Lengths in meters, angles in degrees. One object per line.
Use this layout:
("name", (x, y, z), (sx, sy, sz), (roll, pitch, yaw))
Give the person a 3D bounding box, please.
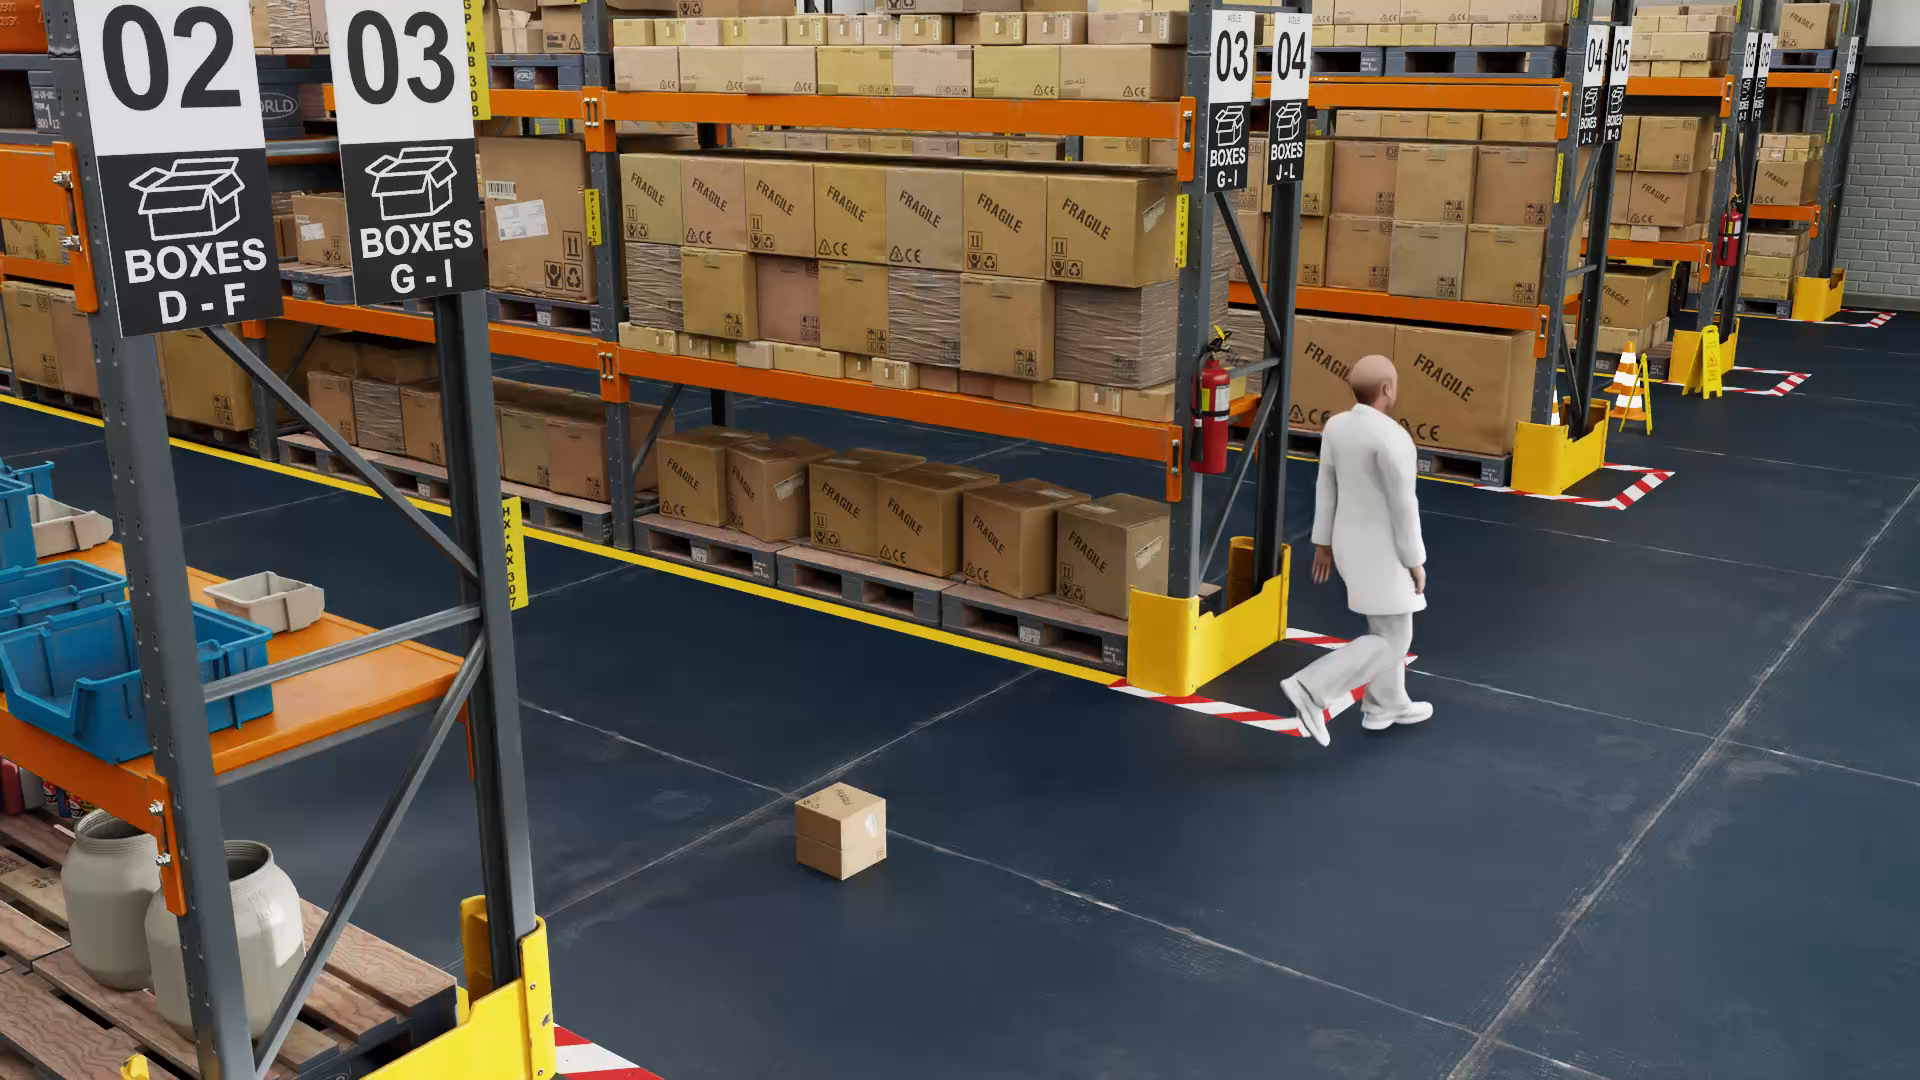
("person", (1.800, 0.048, 7.365), (0.889, 1.743, 0.566), (-5, 17, -17))
